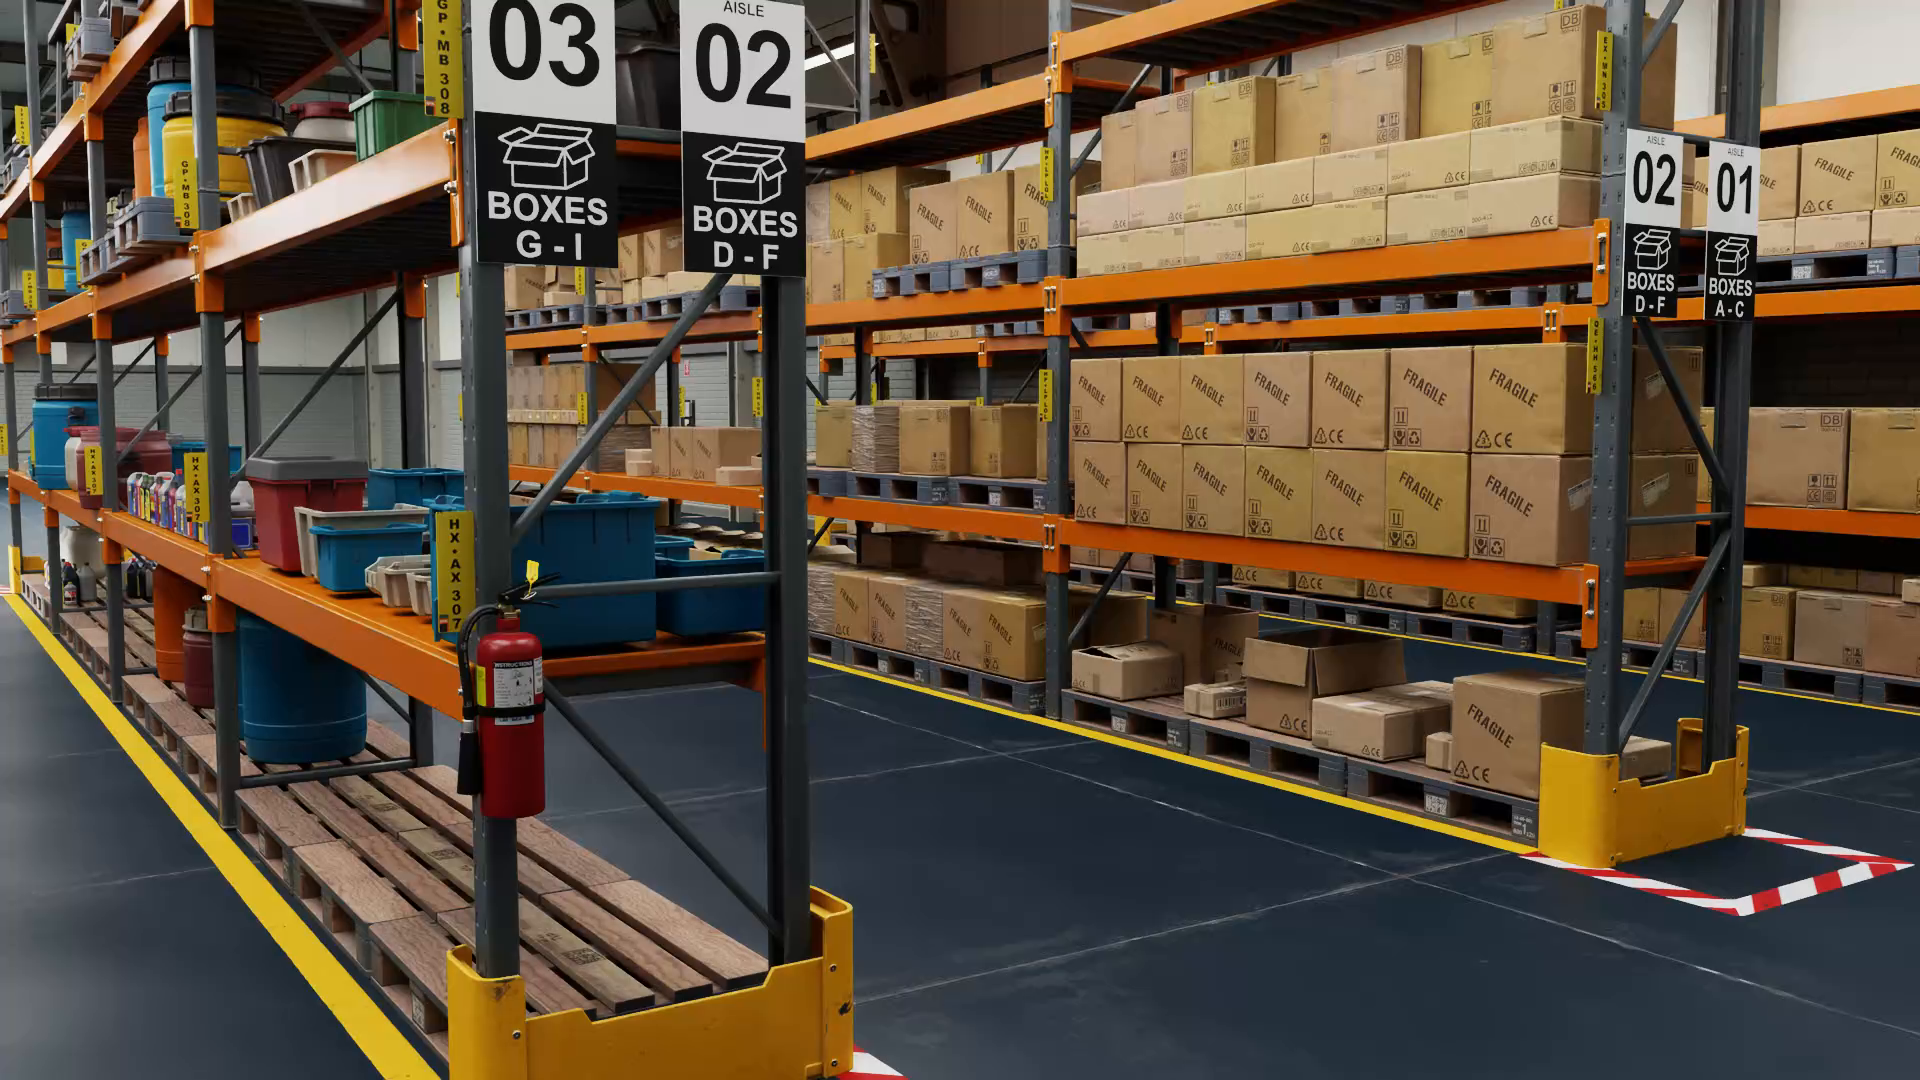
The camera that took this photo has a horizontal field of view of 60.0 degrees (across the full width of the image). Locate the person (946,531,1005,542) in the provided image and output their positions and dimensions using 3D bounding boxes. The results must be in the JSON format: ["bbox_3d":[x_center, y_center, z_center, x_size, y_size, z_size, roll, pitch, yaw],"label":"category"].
[{"bbox_3d":[0.157,0.113,14.932,0.510,1.391,0.634,-3,6,-32],"label":"person"}]
